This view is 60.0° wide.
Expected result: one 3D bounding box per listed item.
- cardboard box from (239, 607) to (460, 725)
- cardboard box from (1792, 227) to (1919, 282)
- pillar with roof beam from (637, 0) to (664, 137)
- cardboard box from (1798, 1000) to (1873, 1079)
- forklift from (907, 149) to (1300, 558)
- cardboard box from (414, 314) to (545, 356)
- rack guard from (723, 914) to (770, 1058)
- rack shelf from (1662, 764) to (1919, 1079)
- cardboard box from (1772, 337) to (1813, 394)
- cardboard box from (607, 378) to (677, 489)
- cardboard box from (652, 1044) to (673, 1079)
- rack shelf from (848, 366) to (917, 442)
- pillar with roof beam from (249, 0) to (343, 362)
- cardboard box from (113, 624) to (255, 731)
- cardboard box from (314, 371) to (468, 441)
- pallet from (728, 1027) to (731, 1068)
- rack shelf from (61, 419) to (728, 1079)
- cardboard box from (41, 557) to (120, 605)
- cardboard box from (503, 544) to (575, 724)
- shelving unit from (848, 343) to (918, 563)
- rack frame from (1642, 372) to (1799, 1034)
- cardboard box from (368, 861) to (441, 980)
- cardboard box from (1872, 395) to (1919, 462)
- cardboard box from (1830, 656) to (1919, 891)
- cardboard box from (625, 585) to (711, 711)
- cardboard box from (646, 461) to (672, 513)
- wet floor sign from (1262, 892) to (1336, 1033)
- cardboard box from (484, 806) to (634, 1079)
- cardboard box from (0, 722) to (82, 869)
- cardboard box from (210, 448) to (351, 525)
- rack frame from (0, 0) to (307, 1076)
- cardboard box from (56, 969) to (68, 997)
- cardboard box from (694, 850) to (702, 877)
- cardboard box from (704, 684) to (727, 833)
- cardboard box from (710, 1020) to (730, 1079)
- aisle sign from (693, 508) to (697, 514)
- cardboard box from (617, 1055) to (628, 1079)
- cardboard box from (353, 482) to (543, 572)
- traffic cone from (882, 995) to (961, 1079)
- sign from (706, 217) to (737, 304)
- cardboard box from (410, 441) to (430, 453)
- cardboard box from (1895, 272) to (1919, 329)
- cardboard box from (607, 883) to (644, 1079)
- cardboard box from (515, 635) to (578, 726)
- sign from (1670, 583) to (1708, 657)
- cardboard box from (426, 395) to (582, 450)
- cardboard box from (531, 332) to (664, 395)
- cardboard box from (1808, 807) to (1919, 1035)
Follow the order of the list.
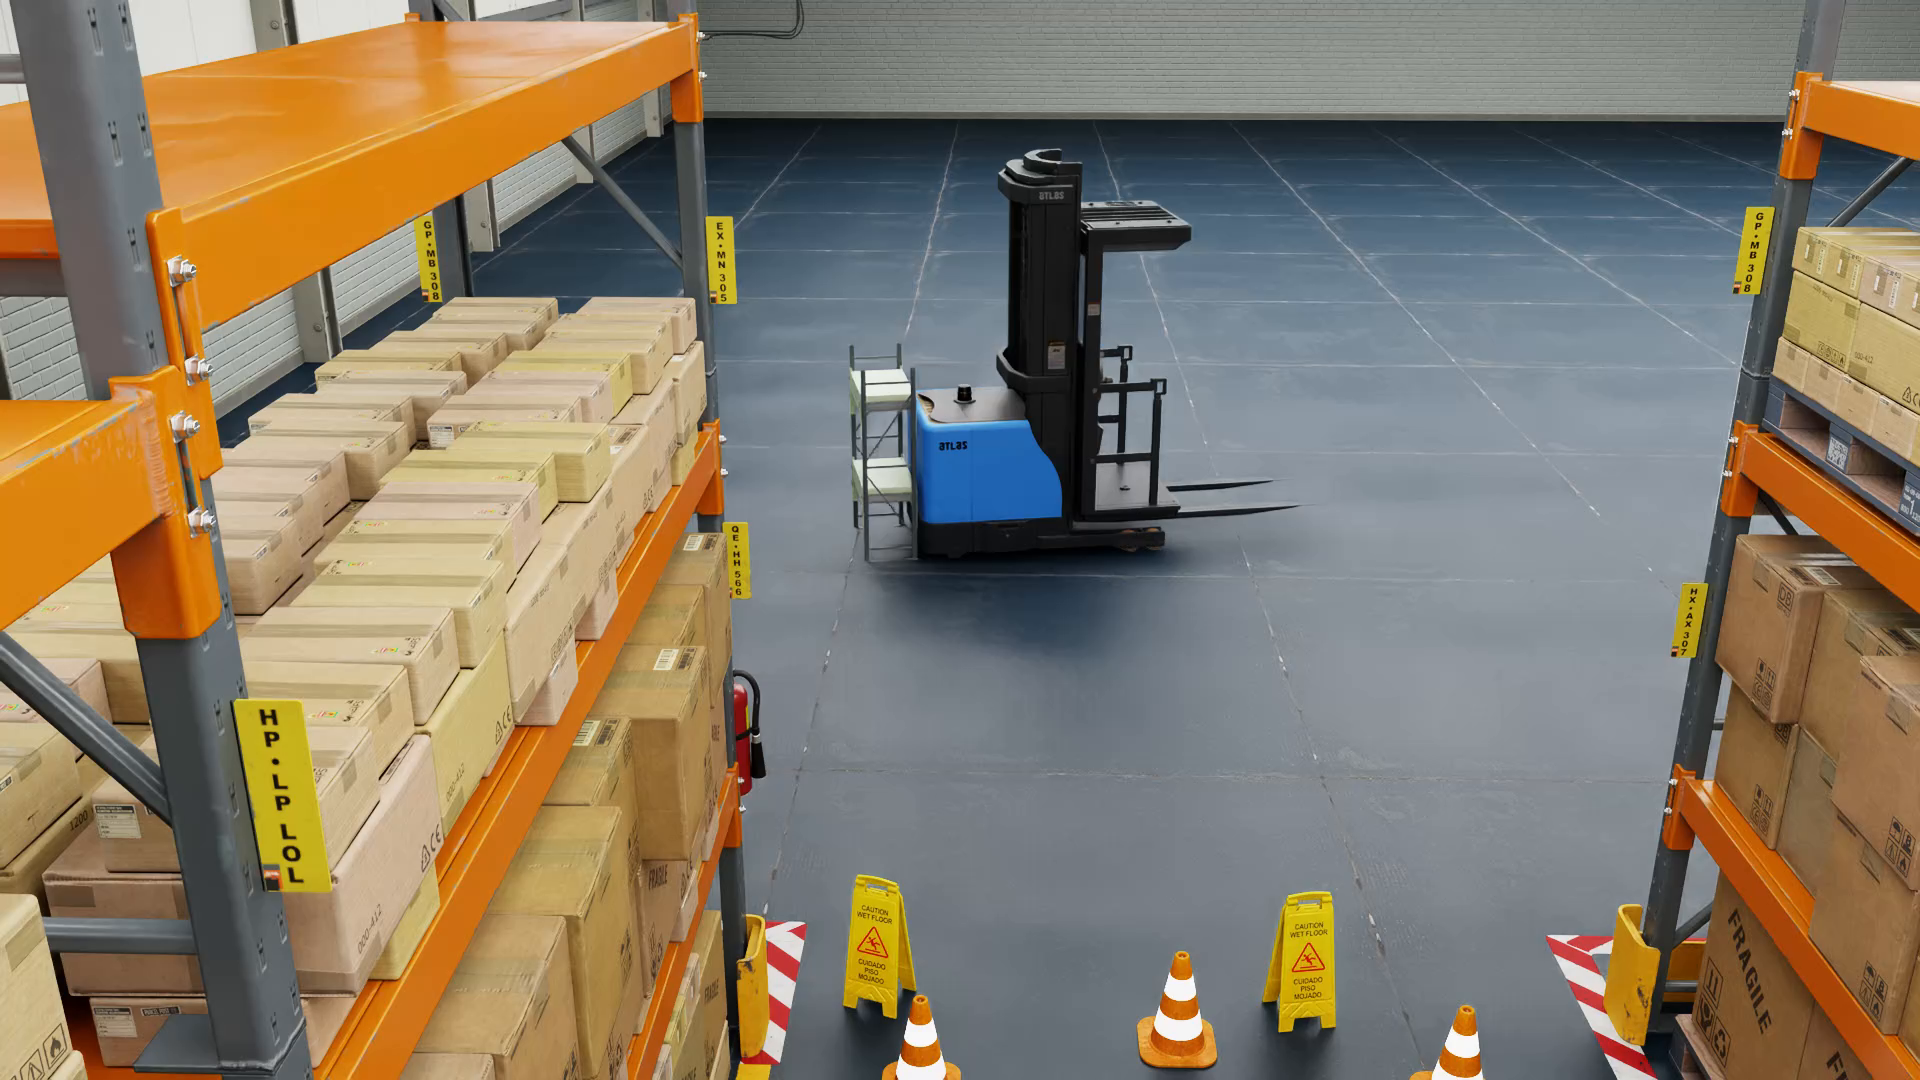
[{"bbox_3d":[-1.233,0.250,3.335,0.380,0.149,0.250,0,21,0],"label":"cardboard box"},{"bbox_3d":[3.180,-1.003,5.847,0.380,0.149,0.250,1,21,2],"label":"cardboard box"},{"bbox_3d":[-2.111,-12.651,33.193,9.100,9.000,0.400,1,21,2],"label":"pillar with roof beam"},{"bbox_3d":[3.529,2.134,5.739,0.875,0.875,0.875,0,21,1],"label":"cardboard box"},{"bbox_3d":[1.135,-1.462,12.744,3.031,2.935,1.130,-3,21,-9],"label":"forklift"},{"bbox_3d":[-1.649,-0.678,5.728,0.380,0.149,0.250,1,21,1],"label":"cardboard box"},{"bbox_3d":[-1.445,1.950,7.312,1.175,0.500,0.348,1,21,2],"label":"rack guard"},{"bbox_3d":[3.447,1.834,5.151,1.077,0.370,4.000,1,21,2],"label":"rack shelf"},{"bbox_3d":[3.177,-0.628,5.983,0.380,0.149,0.250,1,21,2],"label":"cardboard box"},{"bbox_3d":[-1.219,-0.340,5.408,0.500,0.250,0.500,0,21,1],"label":"cardboard box"},{"bbox_3d":[-1.171,1.803,5.521,0.380,0.149,0.250,2,21,4],"label":"cardboard box"},{"bbox_3d":[-0.586,-1.034,12.542,0.431,0.370,0.720,-4,21,-9],"label":"rack shelf"},{"bbox_3d":[-2.658,-6.142,16.419,9.100,9.000,0.400,1,21,2],"label":"pillar with roof beam"},{"bbox_3d":[-1.806,0.391,3.524,0.500,0.250,0.500,0,21,1],"label":"cardboard box"},{"bbox_3d":[-1.712,-0.408,5.032,0.380,0.149,0.250,1,21,1],"label":"cardboard box"},{"bbox_3d":[-1.505,2.378,6.608,1.003,0.211,1.213,1,21,2],"label":"pallet"},{"bbox_3d":[-1.504,0.417,4.654,1.077,0.370,4.000,1,21,2],"label":"rack shelf"},{"bbox_3d":[-1.868,0.150,3.593,0.380,0.149,0.250,1,21,3],"label":"cardboard box"},{"bbox_3d":[-1.243,0.213,3.983,0.500,0.250,0.500,1,21,2],"label":"cardboard box"},{"bbox_3d":[-0.586,-0.670,12.684,0.431,1.500,0.755,-4,21,-9],"label":"shelving unit"},{"bbox_3d":[3.508,0.775,6.884,1.000,3.000,0.127,1,21,2],"label":"rack frame"},{"bbox_3d":[-1.243,0.718,3.232,0.380,0.149,0.250,1,21,2],"label":"cardboard box"},{"bbox_3d":[3.155,-0.354,5.276,0.380,0.149,0.250,1,21,2],"label":"cardboard box"},{"bbox_3d":[3.381,0.736,5.284,0.875,0.550,0.550,1,21,2],"label":"cardboard box"},{"bbox_3d":[-1.263,0.476,5.724,0.700,0.500,0.500,1,21,2],"label":"cardboard box"},{"bbox_3d":[-1.191,-0.206,5.613,0.380,0.149,0.250,1,21,3],"label":"cardboard box"},{"bbox_3d":[1.530,1.841,7.393,0.267,0.644,0.232,-3,21,-8],"label":"wet floor sign"},{"bbox_3d":[-1.255,1.030,4.297,0.700,0.500,0.500,0,21,0],"label":"cardboard box"},{"bbox_3d":[-1.773,0.434,2.863,0.380,0.149,0.250,1,21,3],"label":"cardboard box"},{"bbox_3d":[-1.821,-0.128,4.311,0.380,0.149,0.250,1,21,2],"label":"cardboard box"},{"bbox_3d":[-1.564,-0.593,2.118,1.000,3.000,0.127,1,21,2],"label":"rack frame"},{"bbox_3d":[-1.860,0.805,3.009,0.380,0.149,0.250,1,21,2],"label":"cardboard box"},{"bbox_3d":[-1.166,1.197,6.144,0.380,0.149,0.250,0,21,1],"label":"cardboard box"},{"bbox_3d":[-1.184,0.771,6.345,0.500,0.500,0.500,0,21,1],"label":"cardboard box"},{"bbox_3d":[-1.199,2.147,6.569,0.500,0.250,0.500,1,21,1],"label":"cardboard box"},{"bbox_3d":[-1.151,-0.474,6.510,0.394,0.787,0.004,1,21,2],"label":"aisle sign"},{"bbox_3d":[-1.206,1.656,4.960,0.380,0.149,0.250,1,21,1],"label":"cardboard box"},{"bbox_3d":[-1.244,-0.031,4.061,0.380,0.149,0.250,0,21,1],"label":"cardboard box"},{"bbox_3d":[-0.166,2.110,6.952,0.336,0.463,0.334,1,21,2],"label":"traffic cone"},{"bbox_3d":[-0.889,-1.041,6.193,0.100,0.325,0.005,1,21,2],"label":"sign"},{"bbox_3d":[-1.740,-0.162,4.949,0.500,0.250,0.500,1,21,3],"label":"cardboard box"},{"bbox_3d":[3.155,-0.729,5.139,0.380,0.149,0.250,1,21,2],"label":"cardboard box"},{"bbox_3d":[-1.257,1.316,4.941,0.500,0.500,0.500,1,21,2],"label":"cardboard box"},{"bbox_3d":[-1.183,0.347,4.188,0.380,0.149,0.250,0,21,1],"label":"cardboard box"},{"bbox_3d":[2.954,0.326,6.735,0.100,0.325,0.005,1,21,2],"label":"sign"},{"bbox_3d":[-1.302,-0.311,4.782,0.380,0.149,0.250,0,21,0],"label":"cardboard box"},{"bbox_3d":[-1.194,-0.585,5.488,0.380,0.149,0.250,0,21,1],"label":"cardboard box"},{"bbox_3d":[3.405,1.240,5.479,0.875,0.550,0.550,1,21,2],"label":"cardboard box"}]
